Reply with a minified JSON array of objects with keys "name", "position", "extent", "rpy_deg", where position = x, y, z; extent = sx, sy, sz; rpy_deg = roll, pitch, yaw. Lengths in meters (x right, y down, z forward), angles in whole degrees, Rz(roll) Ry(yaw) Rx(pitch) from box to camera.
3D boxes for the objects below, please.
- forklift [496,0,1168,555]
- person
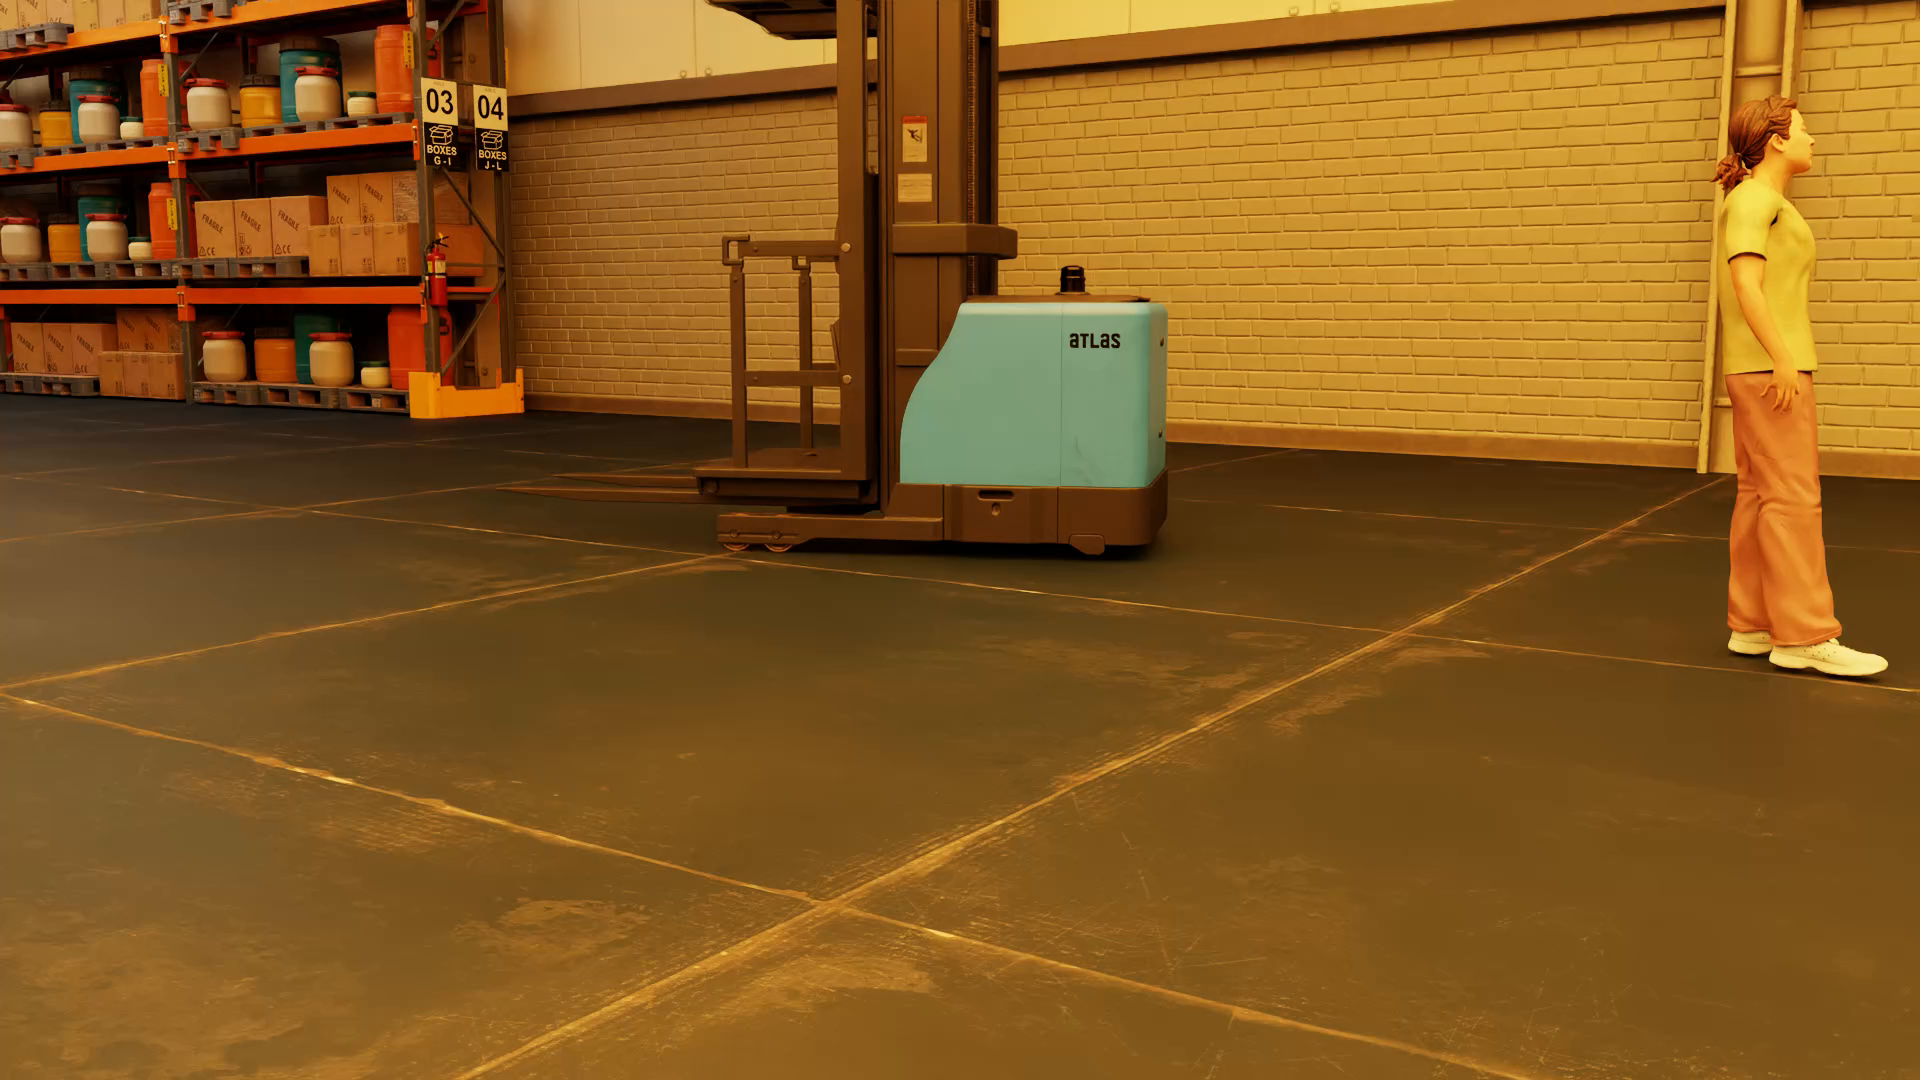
[{"name":"forklift","position":[-0.596,-1.469,7.520],"extent":[3.031,2.935,1.130],"rpy_deg":[2,8,12]},{"name":"person","position":[2.495,-0.472,4.959],"extent":[0.550,1.665,0.555],"rpy_deg":[4,9,24]}]
